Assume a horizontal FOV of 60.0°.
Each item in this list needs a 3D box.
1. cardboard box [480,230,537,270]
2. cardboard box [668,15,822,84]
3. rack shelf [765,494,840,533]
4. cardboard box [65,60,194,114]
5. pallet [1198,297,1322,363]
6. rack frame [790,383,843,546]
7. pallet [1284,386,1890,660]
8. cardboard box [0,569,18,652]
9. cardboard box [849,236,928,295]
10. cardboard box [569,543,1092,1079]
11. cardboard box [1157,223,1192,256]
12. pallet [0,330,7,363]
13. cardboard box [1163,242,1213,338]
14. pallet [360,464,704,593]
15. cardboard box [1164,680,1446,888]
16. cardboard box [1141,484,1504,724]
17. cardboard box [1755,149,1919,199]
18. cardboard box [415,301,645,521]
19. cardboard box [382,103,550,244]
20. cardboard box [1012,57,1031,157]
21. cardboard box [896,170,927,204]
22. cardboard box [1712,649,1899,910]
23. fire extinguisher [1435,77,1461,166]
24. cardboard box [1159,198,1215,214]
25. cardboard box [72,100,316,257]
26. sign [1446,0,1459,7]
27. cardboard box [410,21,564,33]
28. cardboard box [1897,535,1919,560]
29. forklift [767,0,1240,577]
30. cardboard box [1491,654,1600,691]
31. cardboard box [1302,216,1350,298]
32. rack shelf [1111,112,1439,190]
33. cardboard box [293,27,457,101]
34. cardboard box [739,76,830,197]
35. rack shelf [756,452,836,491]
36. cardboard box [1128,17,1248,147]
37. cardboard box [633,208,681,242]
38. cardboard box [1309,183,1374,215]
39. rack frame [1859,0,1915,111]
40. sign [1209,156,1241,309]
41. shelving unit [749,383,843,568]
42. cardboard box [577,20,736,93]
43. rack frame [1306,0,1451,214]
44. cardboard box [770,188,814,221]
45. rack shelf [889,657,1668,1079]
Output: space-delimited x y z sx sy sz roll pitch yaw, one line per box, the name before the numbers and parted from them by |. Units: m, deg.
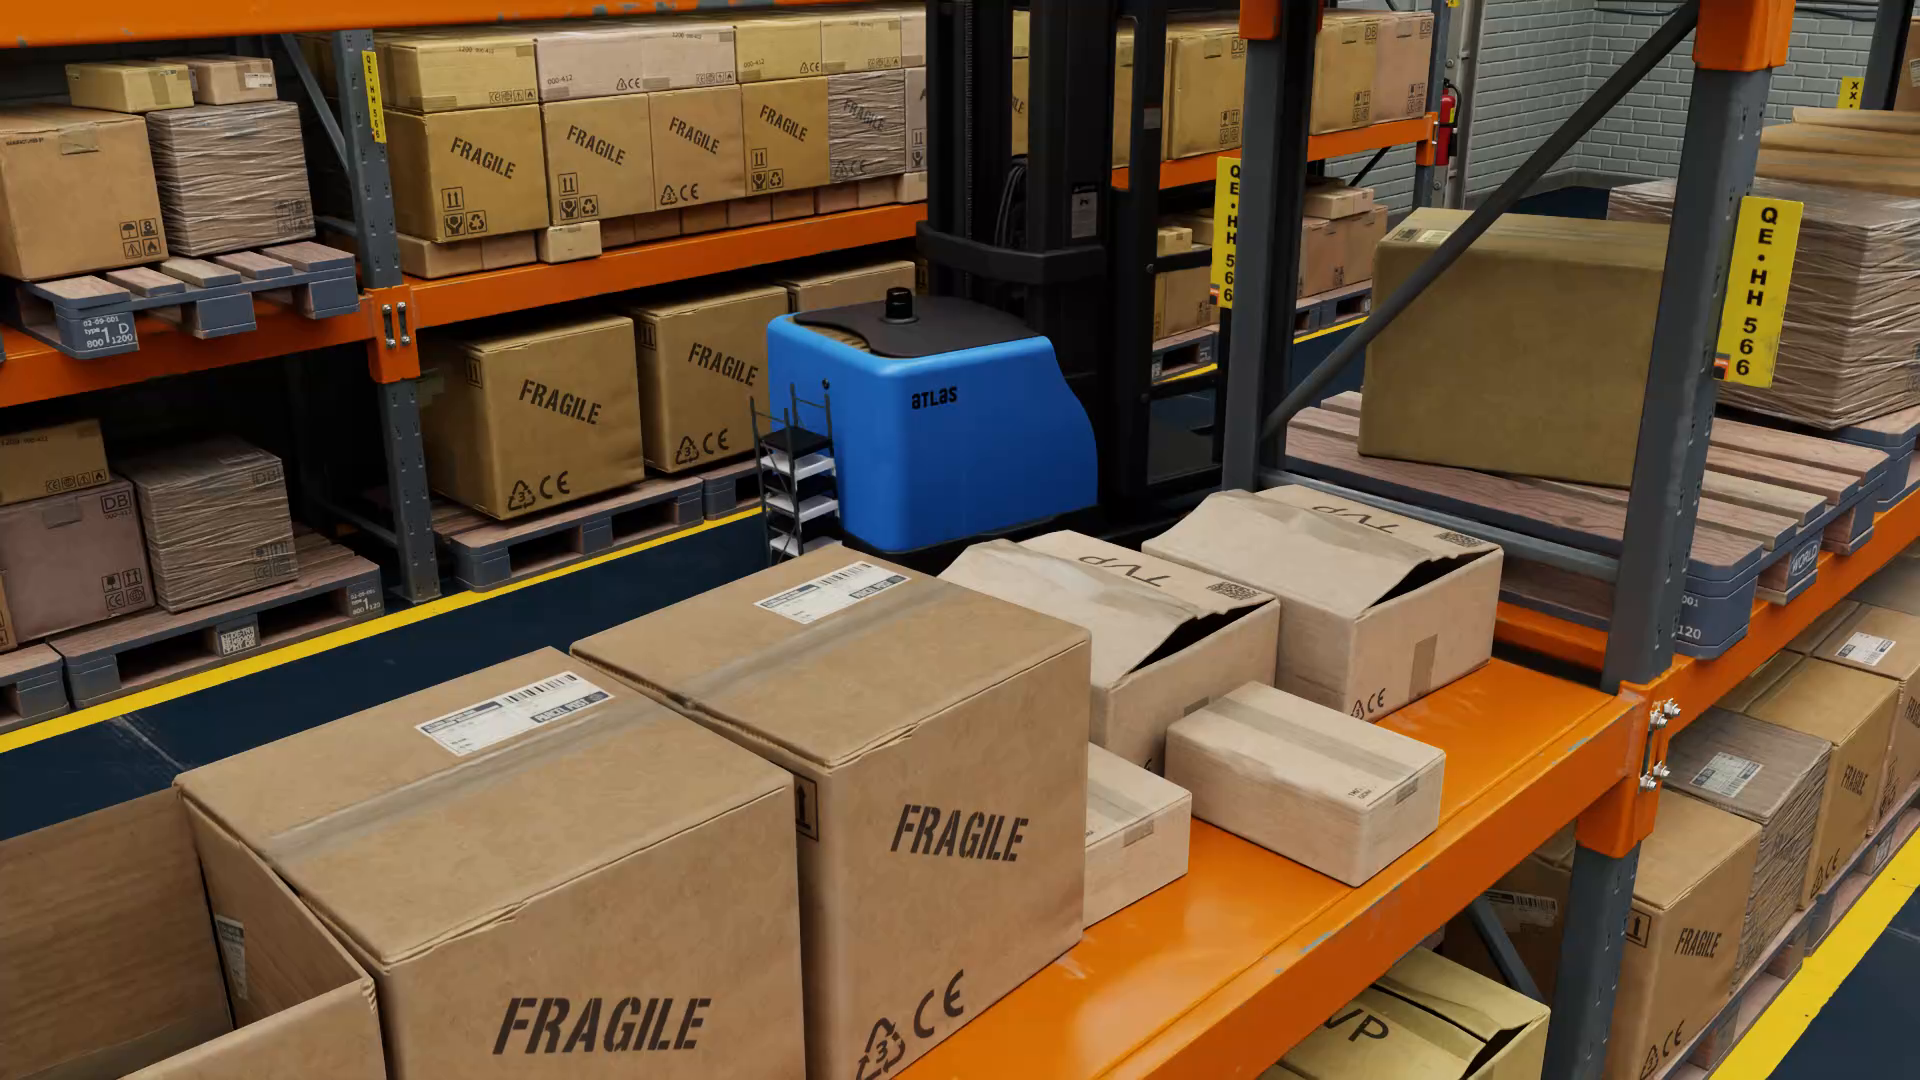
cardboard box | -1.985 -1.248 6.963 0.250 0.149 0.380 -20 29 -41
cardboard box | -0.989 -2.264 7.658 0.500 0.250 0.500 19 28 40
rack shelf | -0.645 -0.127 6.725 0.200 0.077 0.258 -24 31 -38
cardboard box | -2.996 -1.639 6.001 0.380 0.149 0.250 14 25 32
pallet | 1.665 -1.484 11.142 1.003 0.211 1.213 19 28 41
rack frame | -0.573 -0.190 6.774 0.006 0.900 0.240 -24 31 -38
pallet | 1.411 -0.130 3.999 1.213 0.211 1.003 19 28 41
cardboard box | -3.797 0.131 5.924 0.700 0.500 0.500 19 28 40
cardboard box | -0.133 -1.288 9.155 0.750 0.750 0.750 20 28 41
cardboard box | -0.170 0.361 2.315 0.500 0.500 0.500 17 27 38
cardboard box | 1.192 -1.836 10.165 0.250 0.149 0.380 -19 28 -40
pallet | -3.915 -0.658 5.373 1.003 0.211 1.213 19 28 41
cardboard box | 1.175 -1.619 10.505 0.700 0.500 0.500 19 28 40
pallet | -1.959 -0.149 7.668 1.003 0.211 1.213 19 28 41
cardboard box | 0.559 0.390 2.730 0.380 0.149 0.250 19 28 41
cardboard box | 0.704 0.096 3.267 0.500 0.311 0.500 -18 27 -39
cardboard box | 2.591 -0.829 4.826 0.700 0.500 0.500 12 24 27
cardboard box | -1.956 -0.615 7.406 0.750 0.750 0.750 19 28 40
cardboard box | -2.041 -1.522 6.773 0.500 0.500 0.500 -19 28 -40
cardboard box | 0.086 -2.308 8.817 0.500 0.500 0.500 19 28 40
cardboard box | -0.320 -1.820 8.452 0.380 0.149 0.250 19 28 41
cardboard box | 2.226 0.624 4.640 0.500 0.500 0.500 19 28 40
fire extinguisher | 3.454 -3.036 11.921 0.296 0.674 0.183 19 28 41
cardboard box | 1.485 -2.141 10.959 0.380 0.149 0.250 19 28 40
cardboard box | -2.884 -1.395 6.271 0.700 0.500 0.500 15 26 35
sign | 3.397 -3.835 11.427 0.100 0.325 0.005 19 28 41
cardboard box | -2.068 -2.125 7.296 0.500 0.250 0.500 18 27 39
cardboard box | 3.290 0.229 5.669 0.500 0.500 0.500 19 28 41
forklift | 0.667 -1.474 7.325 3.031 2.935 1.130 -14 25 -32
cardboard box | 1.509 0.269 4.520 0.500 0.250 0.500 -19 28 -40
cardboard box | 2.252 -2.019 11.545 0.700 0.500 0.500 19 28 40
rack shelf | 1.623 -2.473 10.831 1.077 0.370 4.000 19 28 41
cardboard box | -2.432 -1.993 6.952 0.500 0.250 0.500 -19 28 -41
cardboard box | -0.964 -1.918 7.801 0.500 0.500 0.500 -19 28 -41
rack shelf | -0.655 -0.291 6.652 0.200 0.077 0.258 -24 31 -38
cardboard box | 1.631 -2.946 10.640 0.980 0.700 0.700 18 27 38
cardboard box | -1.477 -1.460 7.513 0.250 0.149 0.380 -19 28 -41
cardboard box | 2.642 -2.372 11.558 0.380 0.149 0.250 19 28 40
rack frame | 3.779 -1.056 6.141 1.000 3.000 0.127 19 28 41
sign | 0.594 -0.665 3.620 0.100 0.325 0.005 19 28 41
shelving unit | -0.647 -0.158 6.711 0.210 0.900 0.258 -24 31 -38
cardboard box | -1.341 -2.132 7.312 0.500 0.250 0.500 20 28 41
rack frame | 3.018 -3.323 12.039 1.000 3.000 0.127 19 28 41
cardboard box | -0.917 -1.648 8.004 0.250 0.149 0.380 -19 28 -40
rack shelf | -0.406 0.822 2.258 1.077 0.370 4.000 19 28 41
